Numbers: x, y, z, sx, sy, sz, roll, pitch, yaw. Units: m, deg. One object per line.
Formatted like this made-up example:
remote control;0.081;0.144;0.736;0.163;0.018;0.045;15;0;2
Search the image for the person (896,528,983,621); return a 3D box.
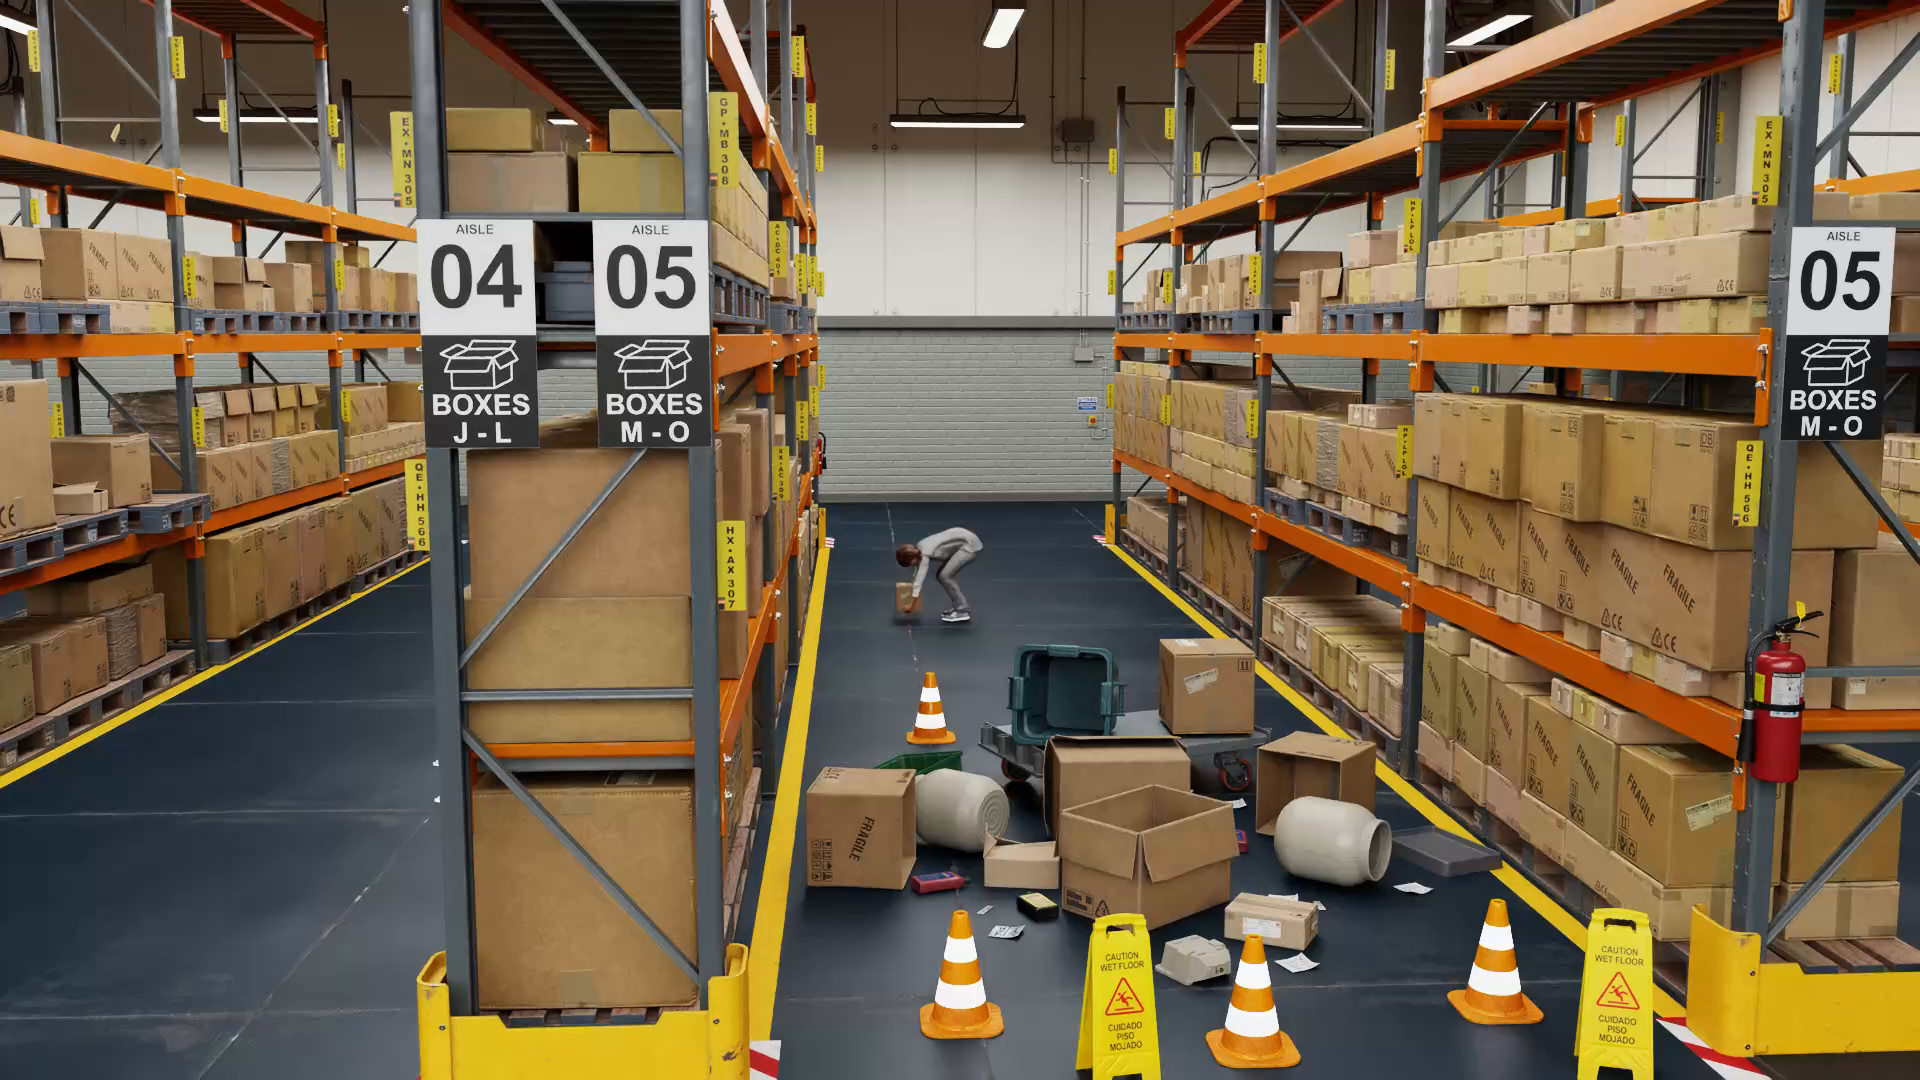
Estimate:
person;-0.205;0.337;16.373;0.858;0.911;0.420;-1;7;-7
